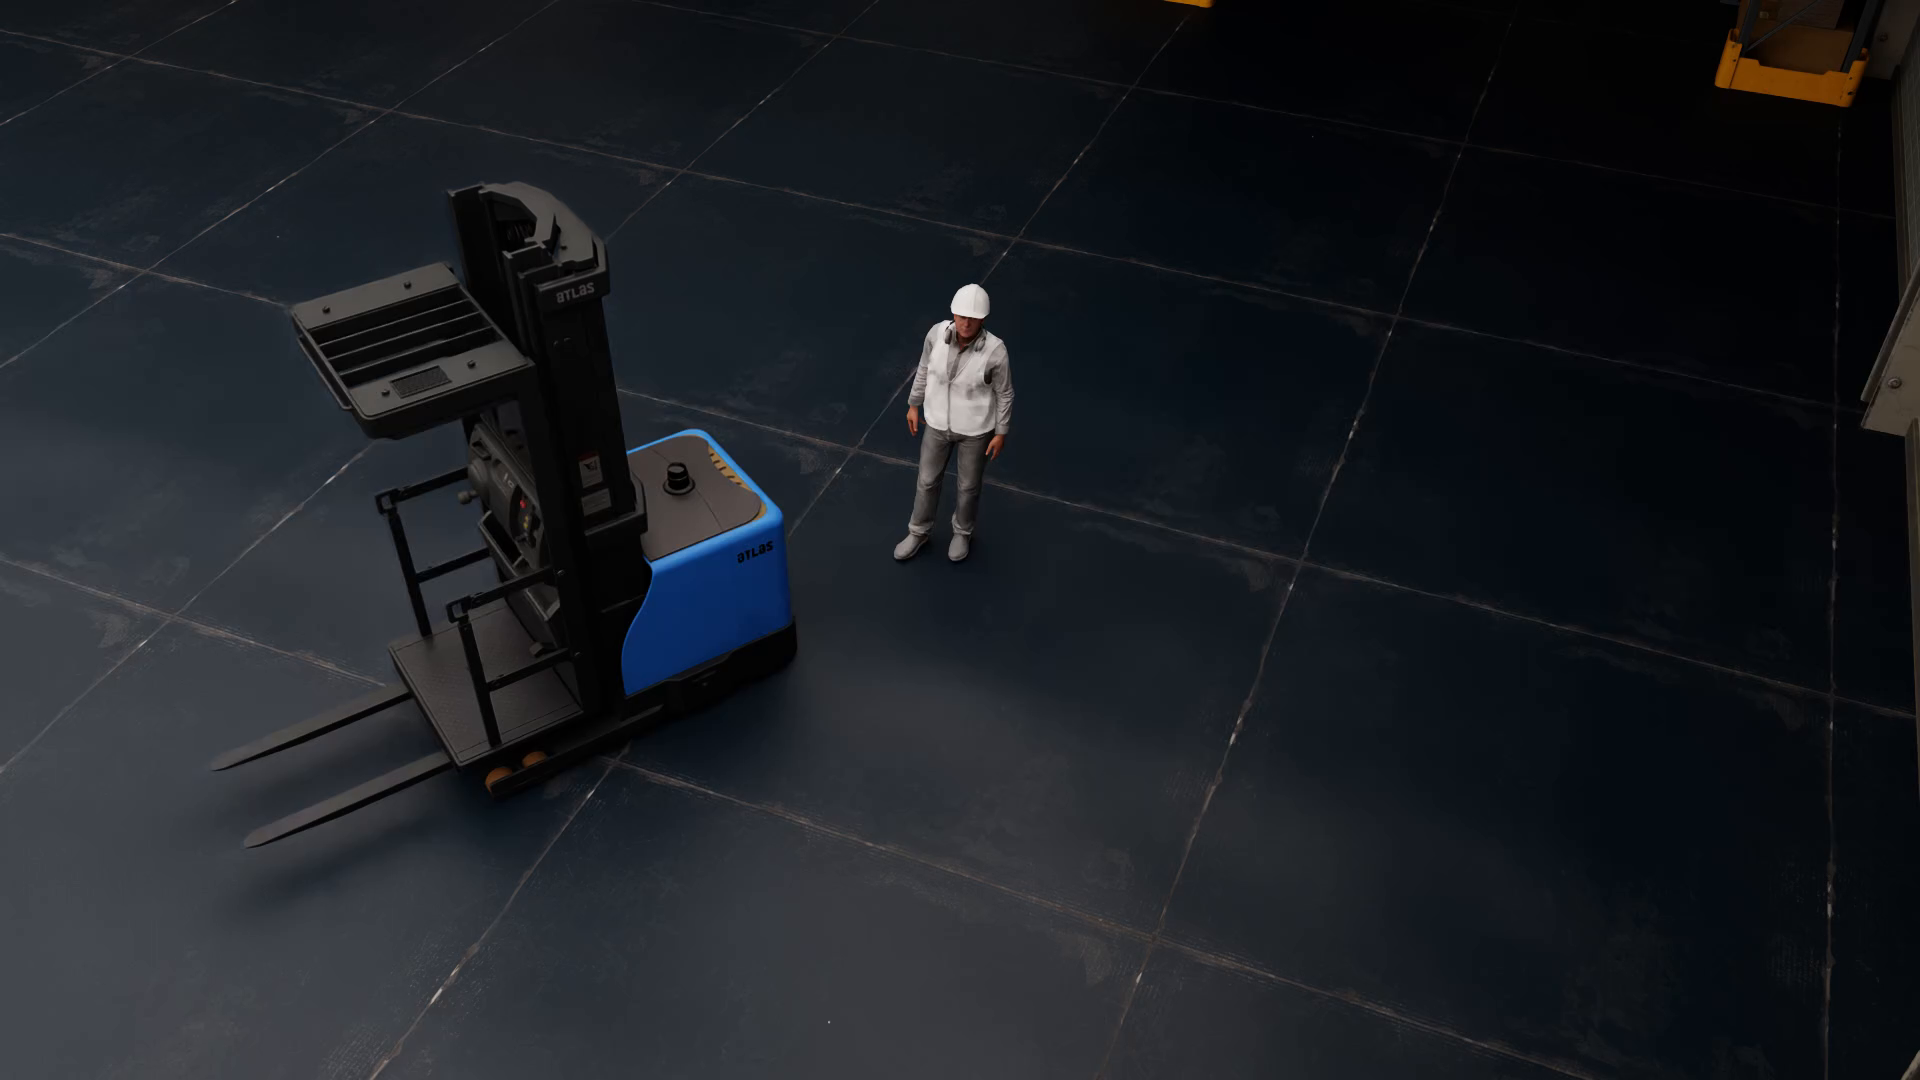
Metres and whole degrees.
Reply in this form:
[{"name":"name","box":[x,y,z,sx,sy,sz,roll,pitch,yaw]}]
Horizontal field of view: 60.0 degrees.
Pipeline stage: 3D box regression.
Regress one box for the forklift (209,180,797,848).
[{"name":"forklift","box":[-2.430,-0.167,8.205,3.031,2.935,1.130,-23,45,-25]}]

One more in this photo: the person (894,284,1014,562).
[{"name":"person","box":[-0.031,-0.651,9.674,0.632,1.773,0.568,15,42,17]}]
